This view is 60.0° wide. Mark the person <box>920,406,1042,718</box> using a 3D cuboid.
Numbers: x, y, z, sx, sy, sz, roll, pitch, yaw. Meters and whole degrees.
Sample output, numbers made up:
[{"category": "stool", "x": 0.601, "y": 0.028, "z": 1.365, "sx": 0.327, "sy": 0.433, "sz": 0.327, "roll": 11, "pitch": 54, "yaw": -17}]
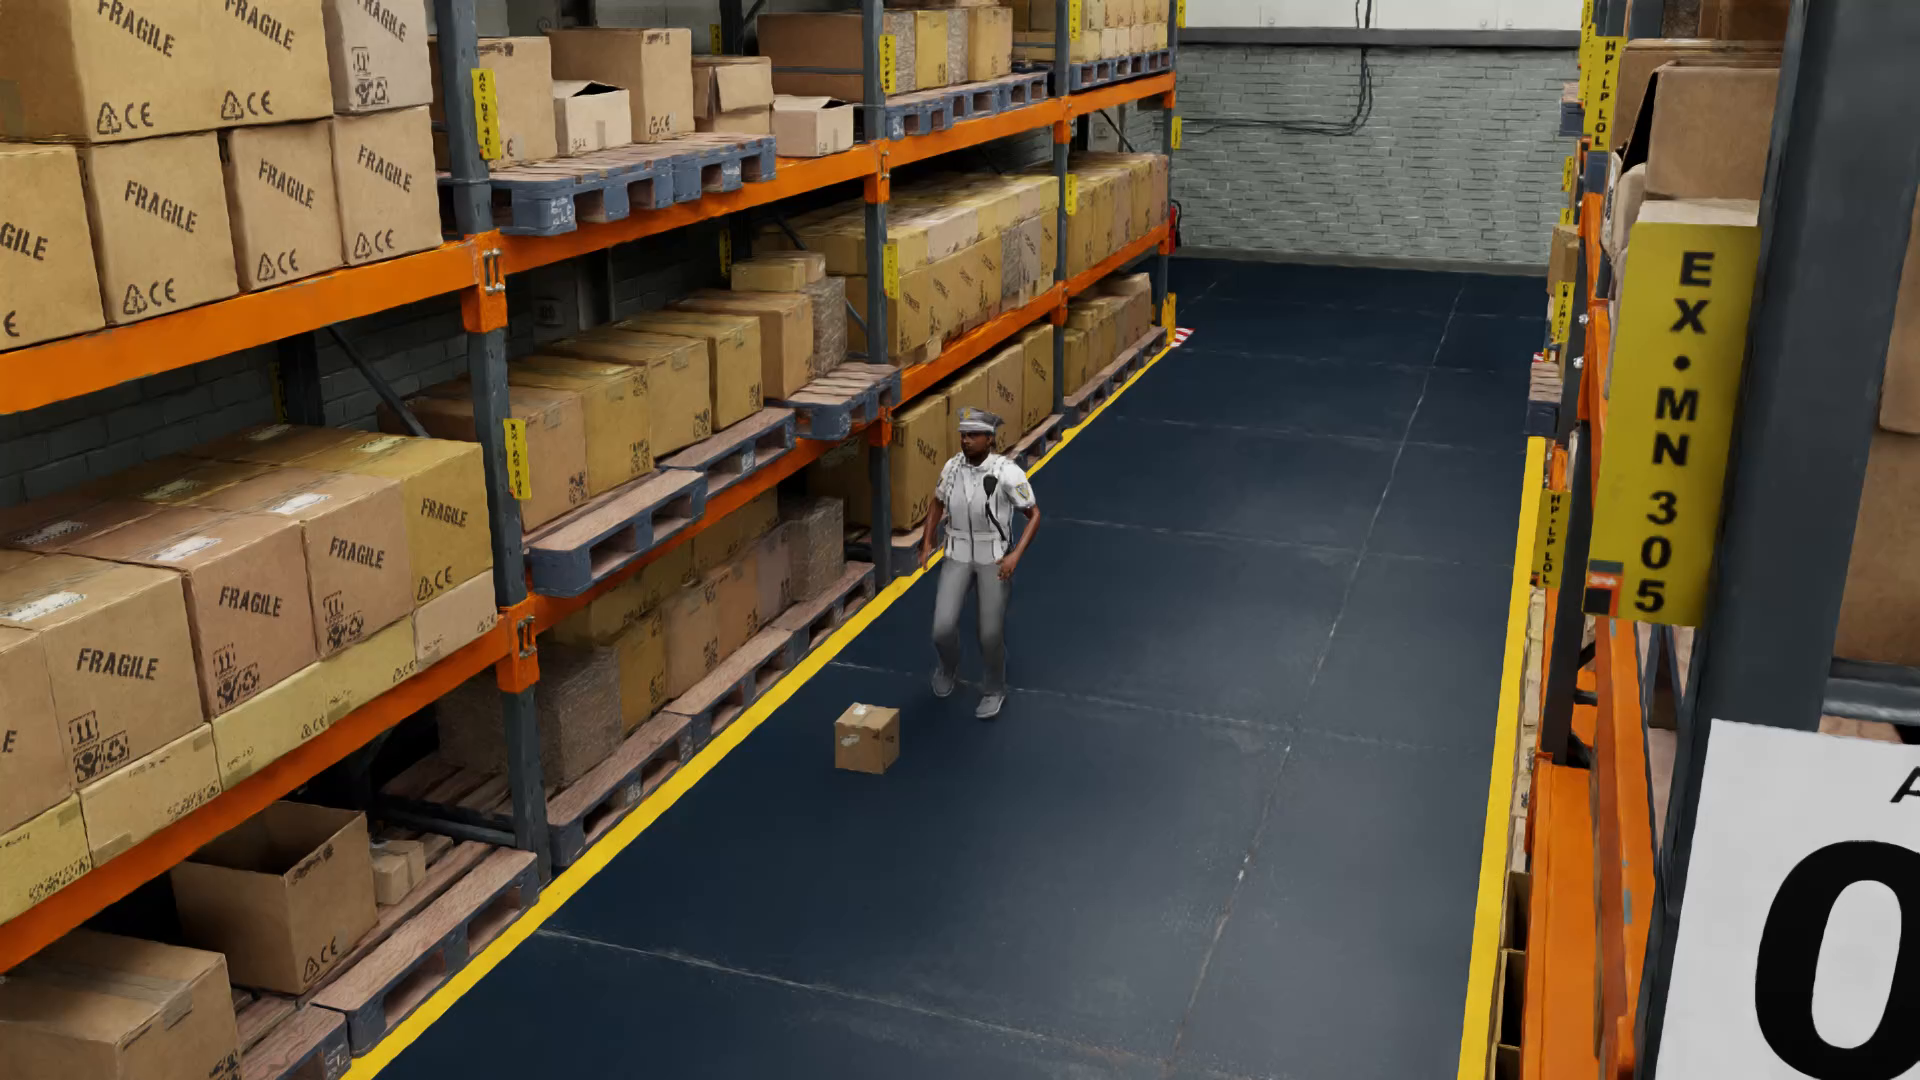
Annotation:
[{"category": "person", "x": 0.092, "y": 0.124, "z": 8.704, "sx": 0.639, "sy": 1.672, "sz": 0.467, "roll": 5, "pitch": 20, "yaw": 16}]
